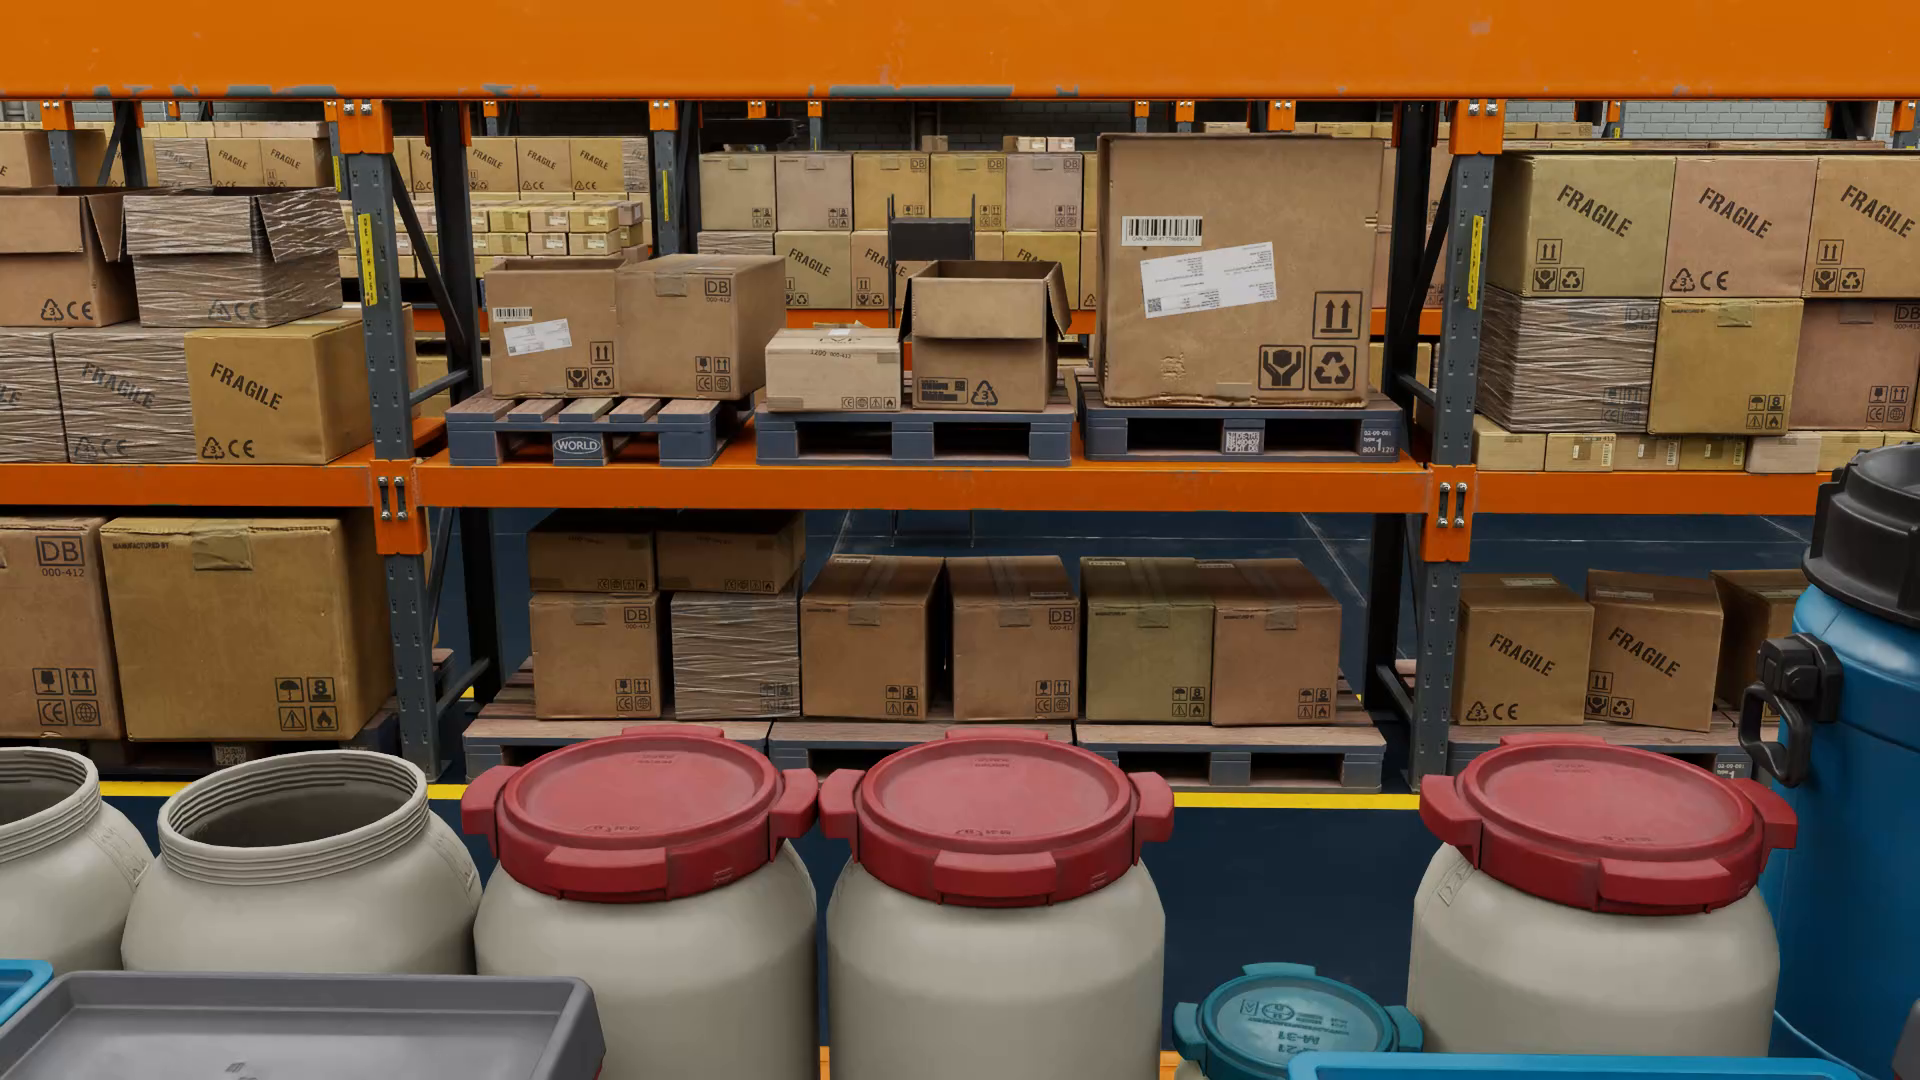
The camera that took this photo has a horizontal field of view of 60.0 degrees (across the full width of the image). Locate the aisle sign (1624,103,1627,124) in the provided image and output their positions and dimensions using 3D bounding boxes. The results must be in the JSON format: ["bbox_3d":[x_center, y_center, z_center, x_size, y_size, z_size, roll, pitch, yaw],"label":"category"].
[{"bbox_3d":[6.161,-4.259,15.506,0.004,0.787,0.394,0,15,1],"label":"aisle sign"}]

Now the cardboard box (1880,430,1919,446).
[{"bbox_3d":[3.562,-0.369,6.351,0.250,0.149,0.380,0,15,1],"label":"cardboard box"}]

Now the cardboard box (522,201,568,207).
[{"bbox_3d":[-2.887,-2.291,11.645,0.250,0.149,0.380,0,15,1],"label":"cardboard box"}]

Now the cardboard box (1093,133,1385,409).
[{"bbox_3d":[1.064,-1.109,6.664,1.000,1.000,1.000,0,15,2],"label":"cardboard box"}]

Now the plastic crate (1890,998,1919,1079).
[{"bbox_3d":[1.236,0.732,1.560,0.583,0.464,0.402,0,15,1],"label":"plastic crate"}]

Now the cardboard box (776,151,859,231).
[{"bbox_3d":[-0.962,-2.389,11.358,0.500,0.500,0.700,0,15,1],"label":"cardboard box"}]

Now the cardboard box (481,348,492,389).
[{"bbox_3d":[-3.112,-1.160,11.465,0.500,0.250,0.500,1,15,2],"label":"cardboard box"}]

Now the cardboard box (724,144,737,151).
[{"bbox_3d":[-2.415,-3.597,15.937,0.500,0.500,0.500,0,15,0],"label":"cardboard box"}]

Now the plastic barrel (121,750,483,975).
[{"bbox_3d":[-0.816,0.563,2.107,0.421,0.512,0.421,0,15,0],"label":"plastic barrel"}]

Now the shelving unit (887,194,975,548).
[{"bbox_3d":[-0.165,-1.016,10.076,0.503,2.100,0.431,0,15,1],"label":"shelving unit"}]

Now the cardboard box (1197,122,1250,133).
[{"bbox_3d":[2.542,-3.720,15.820,0.500,0.500,0.700,0,15,1],"label":"cardboard box"}]

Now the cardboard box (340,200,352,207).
[{"bbox_3d":[-4.206,-2.299,11.677,0.250,0.149,0.380,0,15,-1],"label":"cardboard box"}]

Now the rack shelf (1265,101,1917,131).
[{"bbox_3d":[4.081,-2.929,11.091,4.000,0.370,1.077,0,15,1],"label":"rack shelf"}]

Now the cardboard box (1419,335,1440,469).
[{"bbox_3d":[3.610,-0.988,11.547,0.875,0.875,0.875,0,15,2],"label":"cardboard box"}]

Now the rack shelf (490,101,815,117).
[{"bbox_3d":[-3.767,-5.510,20.873,4.000,0.370,1.077,0,15,1],"label":"rack shelf"}]

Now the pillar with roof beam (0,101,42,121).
[{"bbox_3d":[-12.548,-6.497,17.324,0.400,9.000,9.100,0,15,1],"label":"pillar with roof beam"}]

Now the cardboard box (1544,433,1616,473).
[{"bbox_3d":[2.311,-0.370,6.356,0.250,0.149,0.380,0,15,1],"label":"cardboard box"}]

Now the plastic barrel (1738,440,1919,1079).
[{"bbox_3d":[1.349,0.366,2.090,0.708,0.901,0.600,0,15,1],"label":"plastic barrel"}]

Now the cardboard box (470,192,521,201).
[{"bbox_3d":[-4.431,-3.242,16.064,0.500,0.250,0.500,1,15,2],"label":"cardboard box"}]

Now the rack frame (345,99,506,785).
[{"bbox_3d":[-2.144,-0.601,6.738,0.127,3.000,1.000,0,15,1],"label":"rack frame"}]

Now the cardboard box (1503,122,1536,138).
[{"bbox_3d":[5.084,-3.705,15.763,0.500,0.500,0.700,1,15,2],"label":"cardboard box"}]

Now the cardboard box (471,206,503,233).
[{"bbox_3d":[-3.198,-2.125,11.019,0.250,0.149,0.380,1,15,3],"label":"cardboard box"}]

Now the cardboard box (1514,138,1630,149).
[{"bbox_3d":[4.069,-2.409,11.179,0.500,0.550,0.875,0,15,1],"label":"cardboard box"}]

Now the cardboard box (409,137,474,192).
[{"bbox_3d":[-4.948,-3.614,16.001,0.500,0.500,0.500,0,15,1],"label":"cardboard box"}]

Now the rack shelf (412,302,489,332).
[{"bbox_3d":[-3.916,-1.530,11.671,4.000,0.370,1.077,0,15,1],"label":"rack shelf"}]

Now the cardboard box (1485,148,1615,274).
[{"bbox_3d":[2.311,-1.318,6.716,0.500,0.500,0.500,0,15,1],"label":"cardboard box"}]

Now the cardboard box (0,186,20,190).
[{"bbox_3d":[-4.197,-1.151,6.660,0.637,0.503,0.797,1,15,3],"label":"cardboard box"}]

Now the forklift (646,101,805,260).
[{"bbox_3d":[-1.769,-2.407,13.717,3.031,2.935,1.130,-1,15,-2],"label":"forklift"}]

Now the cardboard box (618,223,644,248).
[{"bbox_3d":[-2.394,-2.145,11.676,0.250,0.149,0.380,1,15,4],"label":"cardboard box"}]

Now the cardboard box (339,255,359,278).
[{"bbox_3d":[-3.976,-1.843,11.116,0.250,0.149,0.380,0,15,-1],"label":"cardboard box"}]

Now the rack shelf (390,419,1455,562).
[{"bbox_3d":[-0.145,-0.240,6.780,4.000,0.370,1.077,0,15,1],"label":"rack shelf"}]

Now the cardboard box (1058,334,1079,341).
[{"bbox_3d":[0.864,-2.041,16.525,0.625,0.372,0.950,1,15,5],"label":"cardboard box"}]

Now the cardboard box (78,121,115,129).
[{"bbox_3d":[-8.244,-3.941,15.969,0.250,0.149,0.380,1,15,2],"label":"cardboard box"}]

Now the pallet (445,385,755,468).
[{"bbox_3d":[-1.429,-0.531,6.848,1.003,0.211,1.213,0,15,1],"label":"pallet"}]

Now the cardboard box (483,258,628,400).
[{"bbox_3d":[-1.603,-0.859,6.697,0.500,0.500,0.500,-1,15,-5],"label":"cardboard box"}]

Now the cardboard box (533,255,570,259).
[{"bbox_3d":[-2.670,-1.835,11.084,0.250,0.149,0.380,0,15,1],"label":"cardboard box"}]

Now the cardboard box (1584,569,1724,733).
[{"bbox_3d":[2.826,0.445,6.849,0.500,0.500,0.500,5,16,19],"label":"cardboard box"}]

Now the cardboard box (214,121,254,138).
[{"bbox_3d":[-6.969,-3.951,16.009,0.250,0.149,0.380,0,15,1],"label":"cardboard box"}]

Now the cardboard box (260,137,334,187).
[{"bbox_3d":[-6.369,-3.619,16.020,0.500,0.500,0.500,0,15,1],"label":"cardboard box"}]

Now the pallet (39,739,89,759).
[{"bbox_3d":[-4.147,0.714,7.219,1.213,0.211,1.003,0,15,1],"label":"pallet"}]

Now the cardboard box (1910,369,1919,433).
[{"bbox_3d":[3.803,-0.745,6.504,0.500,0.500,0.875,0,15,1],"label":"cardboard box"}]

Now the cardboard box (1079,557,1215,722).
[{"bbox_3d":[0.765,0.404,6.968,0.500,0.500,0.700,0,15,1],"label":"cardboard box"}]

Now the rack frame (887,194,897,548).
[{"bbox_3d":[-0.409,-1.018,10.082,0.015,2.100,0.400,0,15,1],"label":"rack frame"}]

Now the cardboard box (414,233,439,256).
[{"bbox_3d":[-3.451,-1.984,11.066,0.250,0.149,0.380,0,15,1],"label":"cardboard box"}]

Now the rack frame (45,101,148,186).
[{"bbox_3d":[-5.915,-1.891,11.629,0.127,3.000,1.000,0,15,1],"label":"rack frame"}]

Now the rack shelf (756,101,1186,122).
[{"bbox_3d":[0.108,-4.218,15.977,4.000,0.370,1.077,0,15,1],"label":"rack shelf"}]

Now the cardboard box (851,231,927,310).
[{"bbox_3d":[-0.462,-1.836,11.222,0.500,0.500,0.500,0,15,1],"label":"cardboard box"}]

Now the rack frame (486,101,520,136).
[{"bbox_3d":[-5.767,-4.420,21.214,0.127,3.000,1.000,0,15,1],"label":"rack frame"}]
